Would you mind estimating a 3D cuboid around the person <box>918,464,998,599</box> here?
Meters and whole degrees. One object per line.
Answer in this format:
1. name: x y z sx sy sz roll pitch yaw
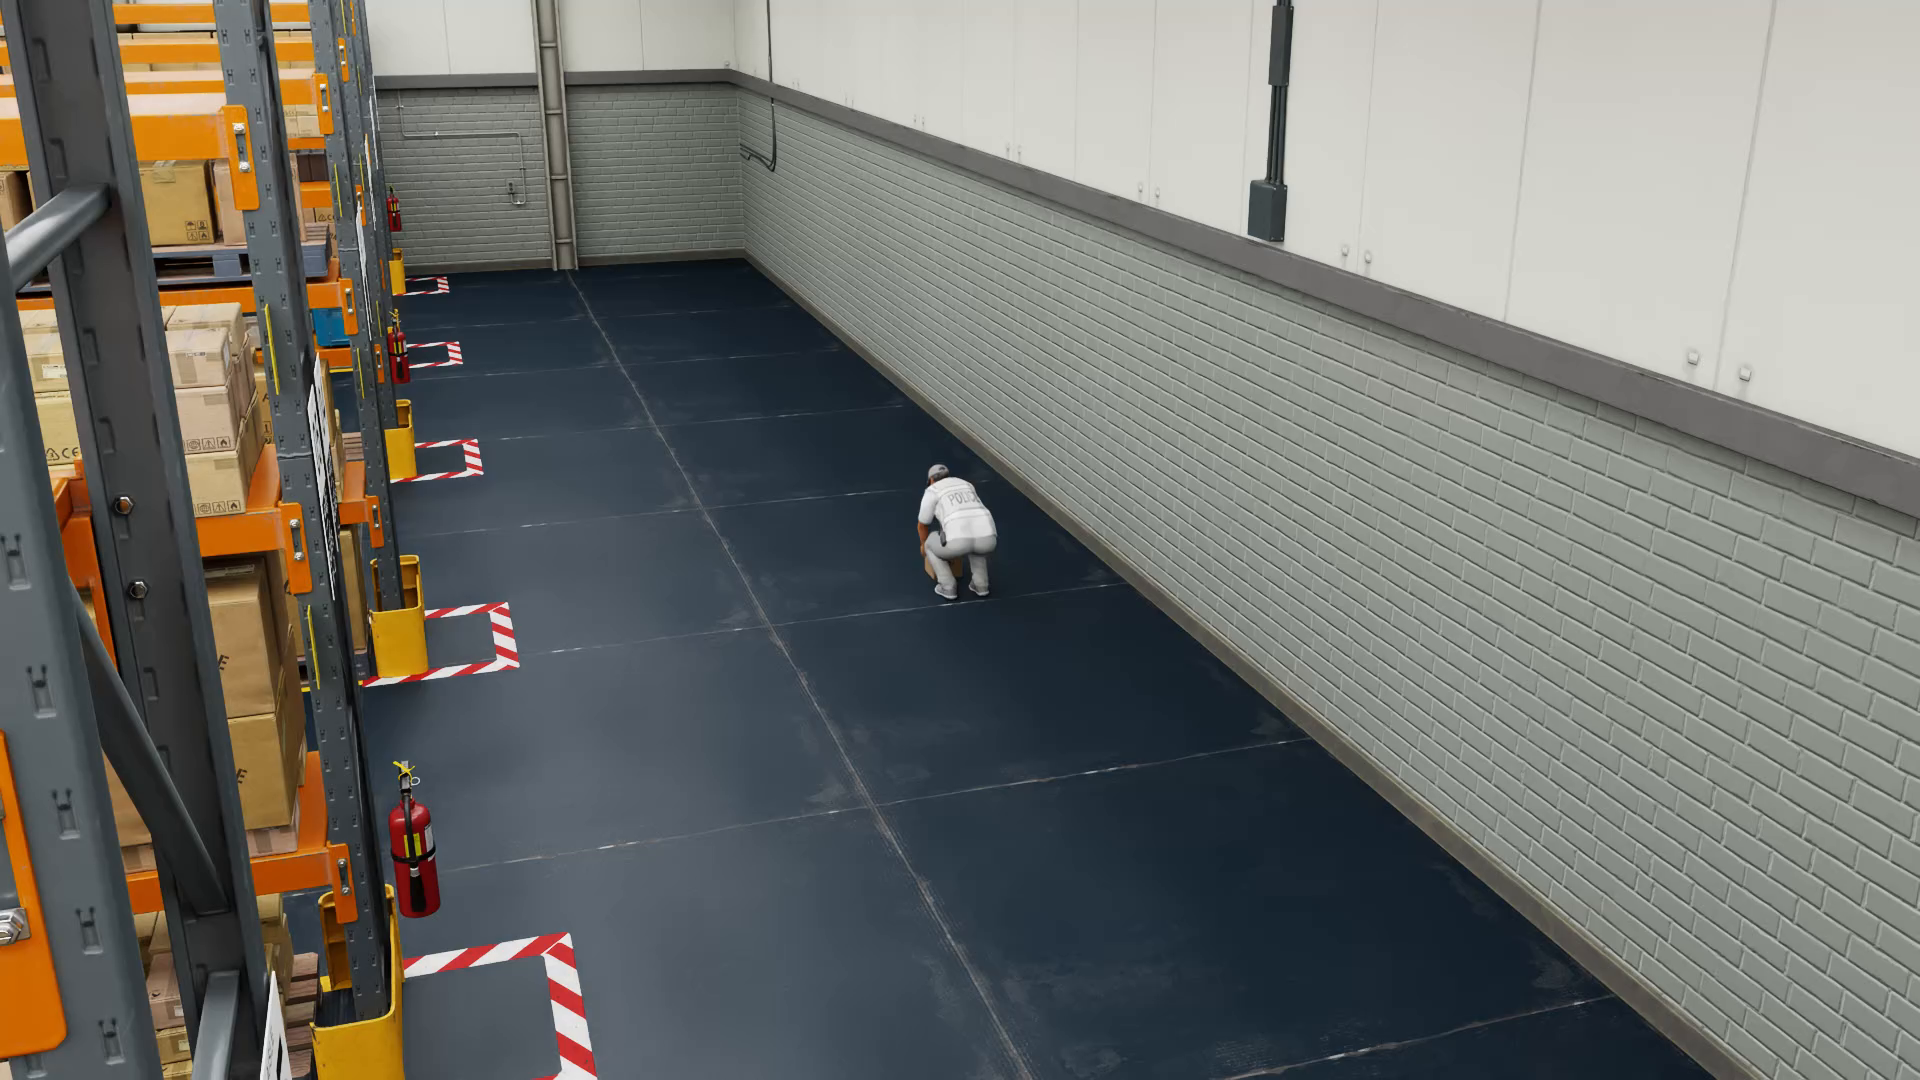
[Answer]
1. person: -0.032 -0.057 13.288 0.525 0.969 0.830 -6 20 -17
